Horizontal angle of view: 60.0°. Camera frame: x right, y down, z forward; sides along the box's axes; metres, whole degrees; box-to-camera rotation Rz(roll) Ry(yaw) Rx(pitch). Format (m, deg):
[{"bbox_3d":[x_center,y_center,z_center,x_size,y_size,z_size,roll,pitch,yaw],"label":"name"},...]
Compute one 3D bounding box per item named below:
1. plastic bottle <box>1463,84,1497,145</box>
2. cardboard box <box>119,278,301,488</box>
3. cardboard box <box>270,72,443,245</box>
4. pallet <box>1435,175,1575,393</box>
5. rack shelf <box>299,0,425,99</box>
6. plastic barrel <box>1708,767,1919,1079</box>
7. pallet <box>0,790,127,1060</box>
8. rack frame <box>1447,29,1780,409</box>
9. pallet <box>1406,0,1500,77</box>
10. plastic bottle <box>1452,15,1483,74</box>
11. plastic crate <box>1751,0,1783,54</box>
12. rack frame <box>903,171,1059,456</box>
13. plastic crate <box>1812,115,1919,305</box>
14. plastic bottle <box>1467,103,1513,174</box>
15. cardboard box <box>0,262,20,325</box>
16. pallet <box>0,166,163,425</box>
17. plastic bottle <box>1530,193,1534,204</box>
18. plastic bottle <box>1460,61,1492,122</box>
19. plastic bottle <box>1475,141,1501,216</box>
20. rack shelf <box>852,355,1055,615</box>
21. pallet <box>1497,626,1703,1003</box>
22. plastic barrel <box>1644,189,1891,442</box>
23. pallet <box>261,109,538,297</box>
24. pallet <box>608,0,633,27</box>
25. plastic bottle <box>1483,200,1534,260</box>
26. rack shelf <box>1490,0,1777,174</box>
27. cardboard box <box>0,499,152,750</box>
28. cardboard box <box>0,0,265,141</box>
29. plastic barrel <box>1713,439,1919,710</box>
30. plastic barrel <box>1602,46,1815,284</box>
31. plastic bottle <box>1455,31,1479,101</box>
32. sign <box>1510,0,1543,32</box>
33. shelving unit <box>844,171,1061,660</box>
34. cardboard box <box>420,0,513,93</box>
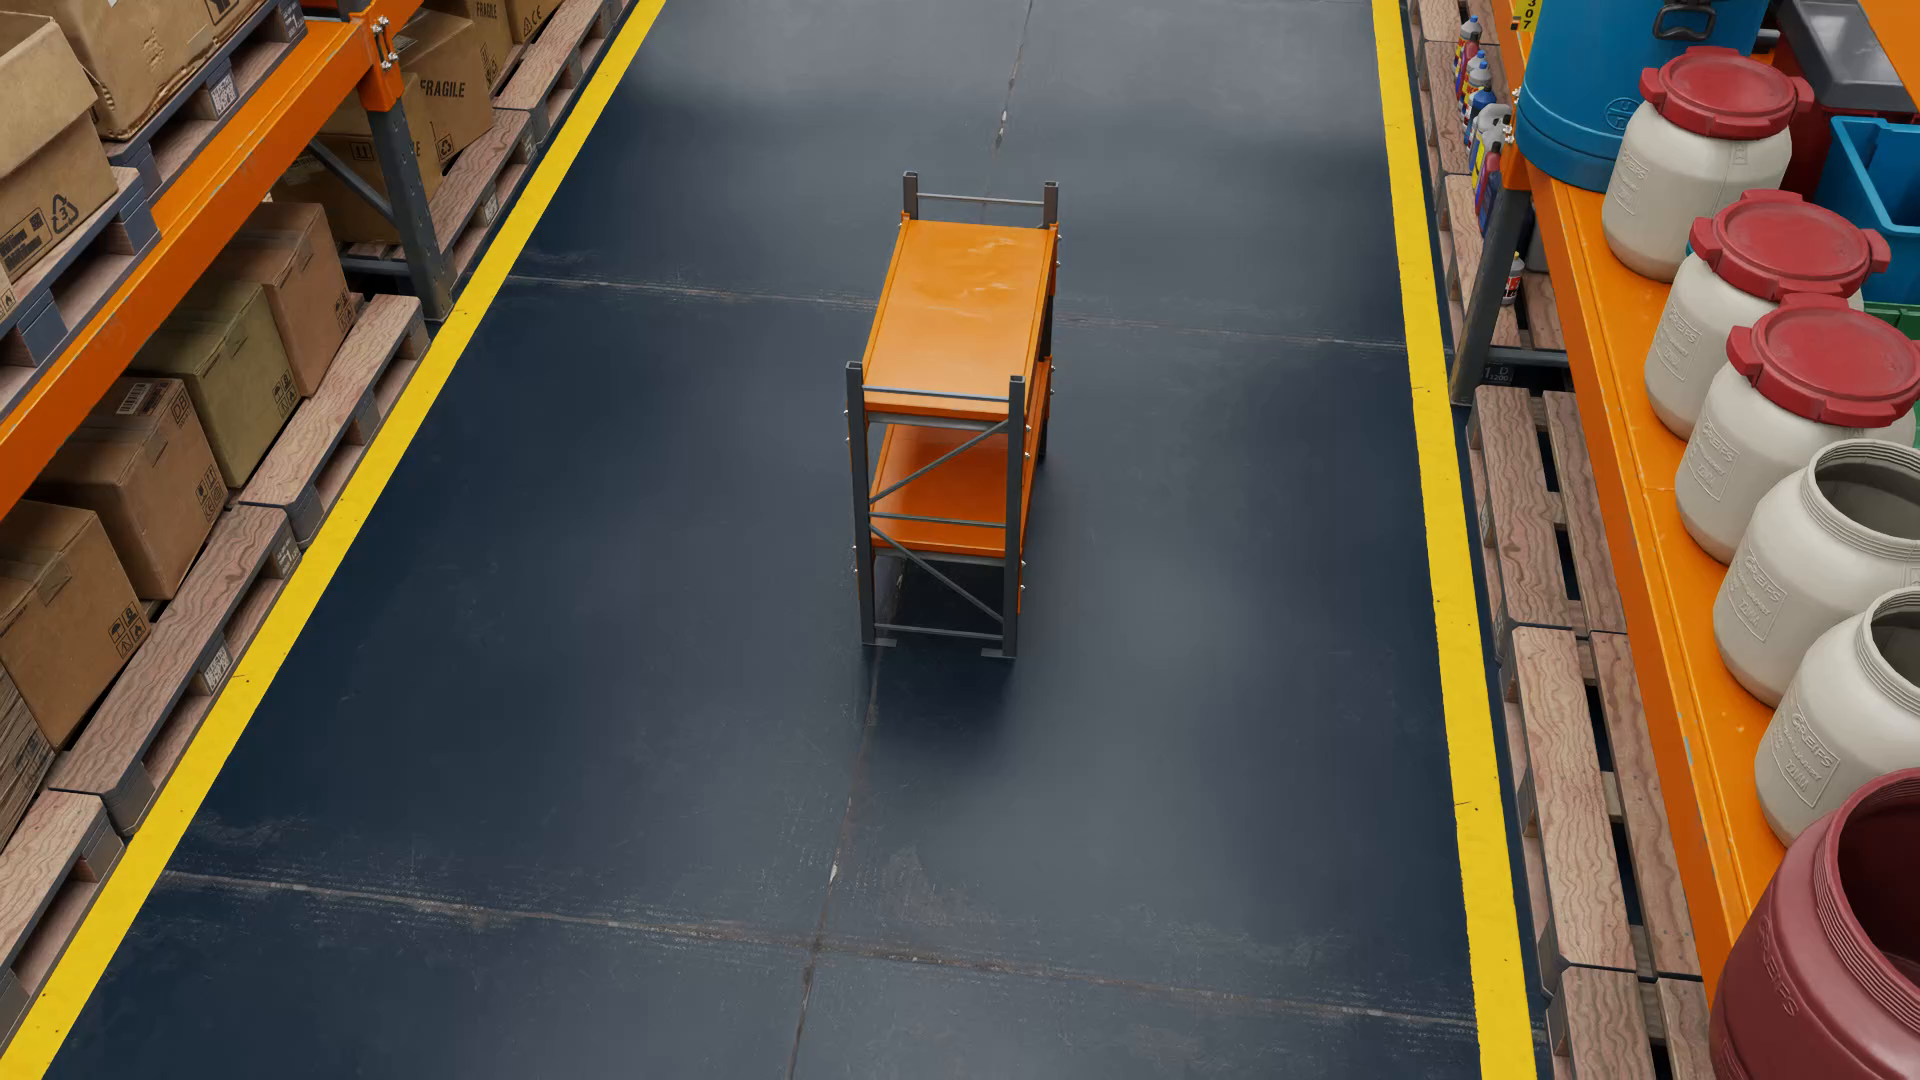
[{"bbox_3d":[2.250,-1.838,7.173,0.097,0.271,0.097,0,43,0],"label":"plastic bottle"},{"bbox_3d":[-2.739,-0.552,5.650,0.700,0.500,0.500,5,44,5],"label":"cardboard box"},{"bbox_3d":[-2.462,-1.554,6.722,0.500,0.500,0.500,4,44,4],"label":"cardboard box"},{"bbox_3d":[2.485,-1.031,6.685,1.003,0.211,1.213,5,44,6],"label":"pallet"},{"bbox_3d":[-2.290,-3.142,7.410,1.077,0.370,4.000,5,44,6],"label":"rack shelf"},{"bbox_3d":[1.587,0.743,2.684,0.600,0.536,0.708,5,44,6],"label":"plastic barrel"},{"bbox_3d":[-2.979,1.166,4.365,1.003,0.211,1.213,5,44,6],"label":"pallet"},{"bbox_3d":[2.355,-1.590,5.247,1.000,3.000,0.127,5,44,6],"label":"rack frame"},{"bbox_3d":[2.807,-2.694,8.442,1.003,0.211,1.213,5,44,6],"label":"pallet"},{"bbox_3d":[2.335,-2.277,7.638,0.097,0.271,0.097,0,43,0],"label":"plastic bottle"},{"bbox_3d":[2.550,-1.912,5.633,0.767,0.338,0.504,5,44,6],"label":"plastic crate"},{"bbox_3d":[0.066,-0.750,5.724,0.500,1.125,0.032,5,44,6],"label":"rack frame"},{"bbox_3d":[2.517,-0.804,4.429,0.392,0.384,0.575,5,44,6],"label":"plastic crate"},{"bbox_3d":[2.248,-1.687,7.011,0.152,0.276,0.135,6,44,6],"label":"plastic bottle"},{"bbox_3d":[-2.634,-0.533,3.935,0.500,0.250,0.500,4,44,4],"label":"cardboard box"},{"bbox_3d":[-2.862,-0.597,4.338,1.003,0.211,1.213,5,44,6],"label":"pallet"},{"bbox_3d":[2.330,-1.360,6.666,0.152,0.276,0.135,5,44,6],"label":"plastic bottle"},{"bbox_3d":[2.276,-1.976,7.319,0.097,0.271,0.097,0,43,0],"label":"plastic bottle"},{"bbox_3d":[2.160,-1.474,6.780,0.061,0.283,0.133,8,44,8],"label":"plastic bottle"},{"bbox_3d":[-0.001,-0.226,5.526,0.538,0.278,1.000,5,44,6],"label":"rack shelf"},{"bbox_3d":[2.131,0.795,4.756,1.003,0.211,1.213,5,44,6],"label":"pallet"},{"bbox_3d":[1.914,-0.507,4.005,0.433,0.535,0.433,0,43,0],"label":"plastic barrel"},{"bbox_3d":[-2.501,-1.488,7.168,1.003,0.211,1.213,5,44,6],"label":"pallet"},{"bbox_3d":[-2.178,-3.151,8.924,1.003,0.211,1.213,5,44,6],"label":"pallet"},{"bbox_3d":[2.154,-1.253,6.498,0.144,0.351,0.185,4,44,4],"label":"plastic bottle"},{"bbox_3d":[2.619,-2.691,6.934,1.077,0.370,4.000,5,44,6],"label":"rack shelf"},{"bbox_3d":[-2.886,0.209,4.845,0.700,0.500,0.500,9,44,9],"label":"cardboard box"},{"bbox_3d":[-2.799,-1.881,4.814,1.000,1.000,1.000,6,44,6],"label":"cardboard box"},{"bbox_3d":[1.806,0.088,3.394,0.421,0.512,0.421,0,43,0],"label":"plastic barrel"},{"bbox_3d":[2.011,-1.007,4.533,0.433,0.535,0.433,0,43,0],"label":"plastic barrel"},{"bbox_3d":[2.287,-2.129,7.473,0.061,0.283,0.133,6,44,6],"label":"plastic bottle"},{"bbox_3d":[1.811,-1.748,5.213,0.100,0.325,0.005,5,44,6],"label":"sign"},{"bbox_3d":[-0.001,-0.404,5.358,0.538,1.125,1.048,5,44,6],"label":"shelving unit"},{"bbox_3d":[-2.390,-2.375,7.589,0.500,0.500,0.500,2,43,2],"label":"cardboard box"}]
